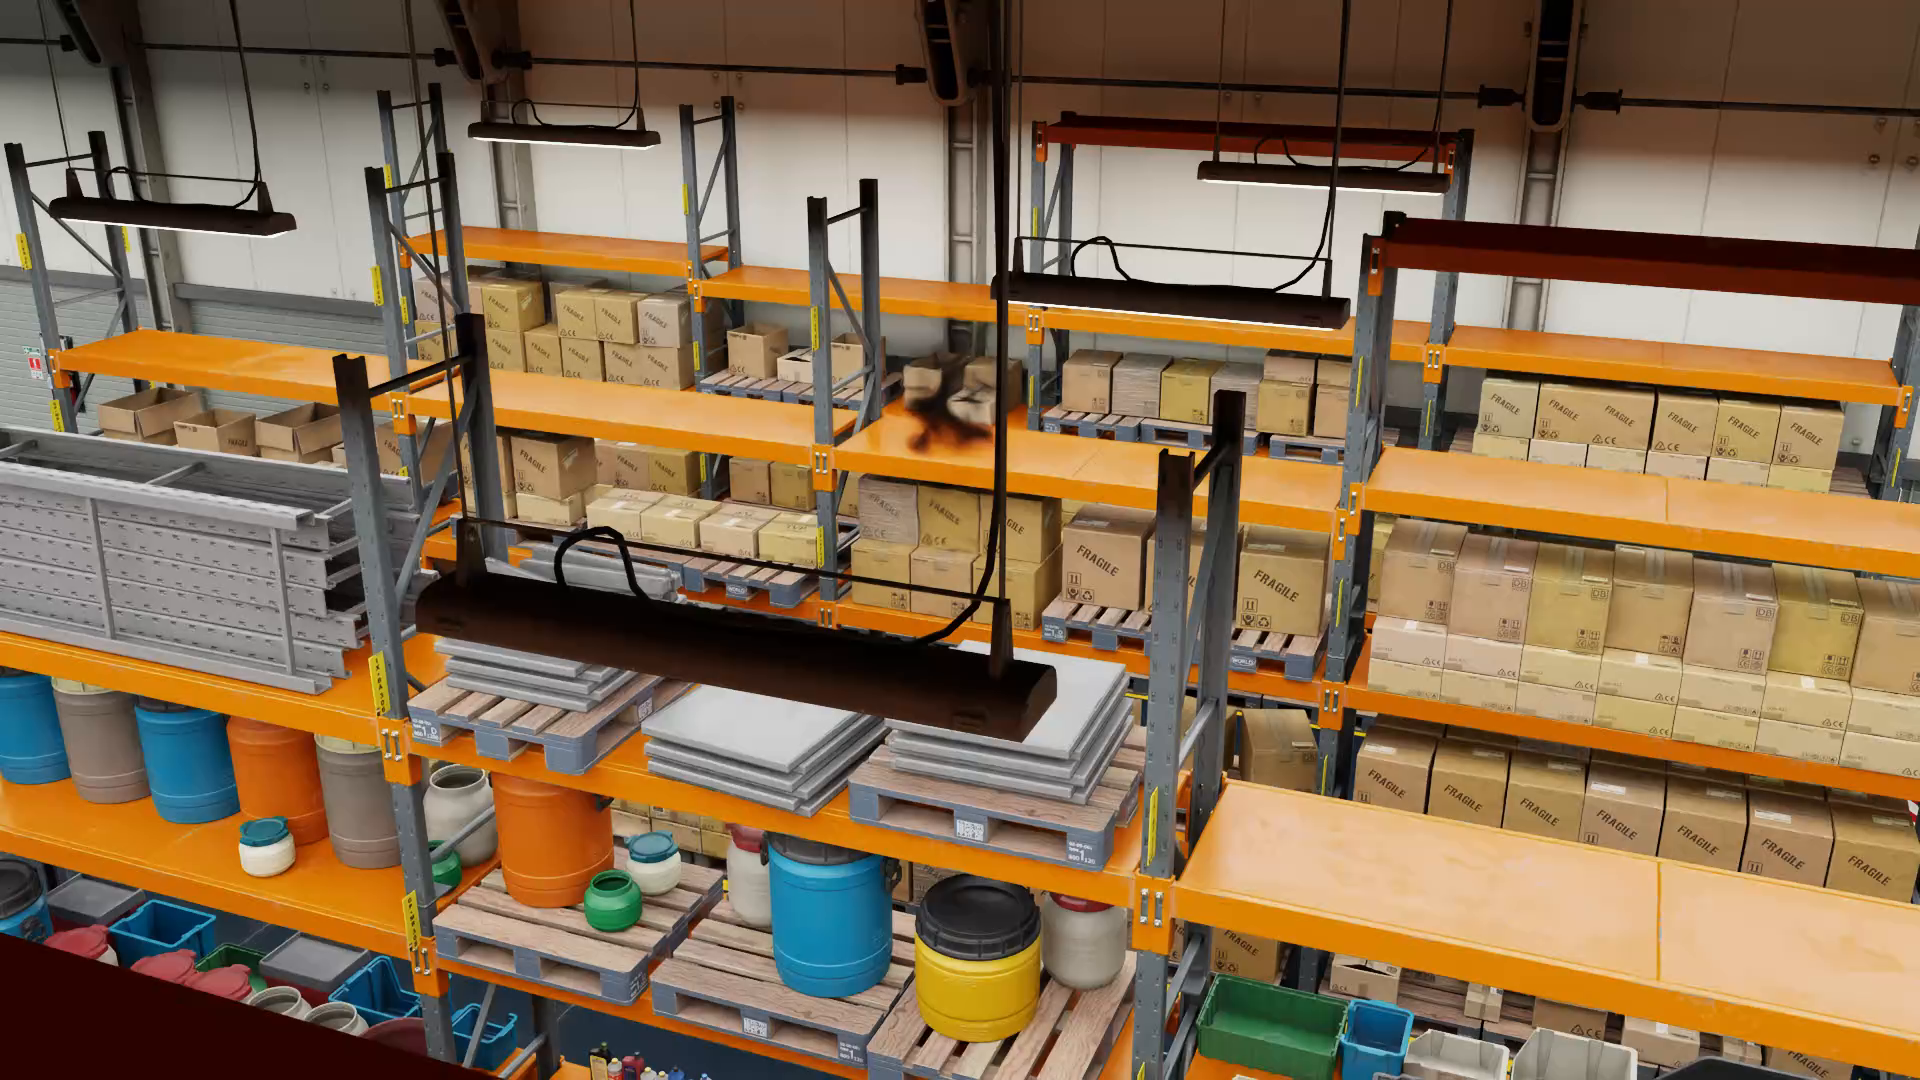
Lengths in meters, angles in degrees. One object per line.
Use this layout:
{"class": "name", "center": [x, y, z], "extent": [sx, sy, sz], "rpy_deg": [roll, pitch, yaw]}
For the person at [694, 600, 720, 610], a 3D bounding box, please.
{"class": "person", "center": [-2.411, 1.363, 16.445], "extent": [0.892, 1.681, 0.344], "rpy_deg": [6, 22, 15]}
